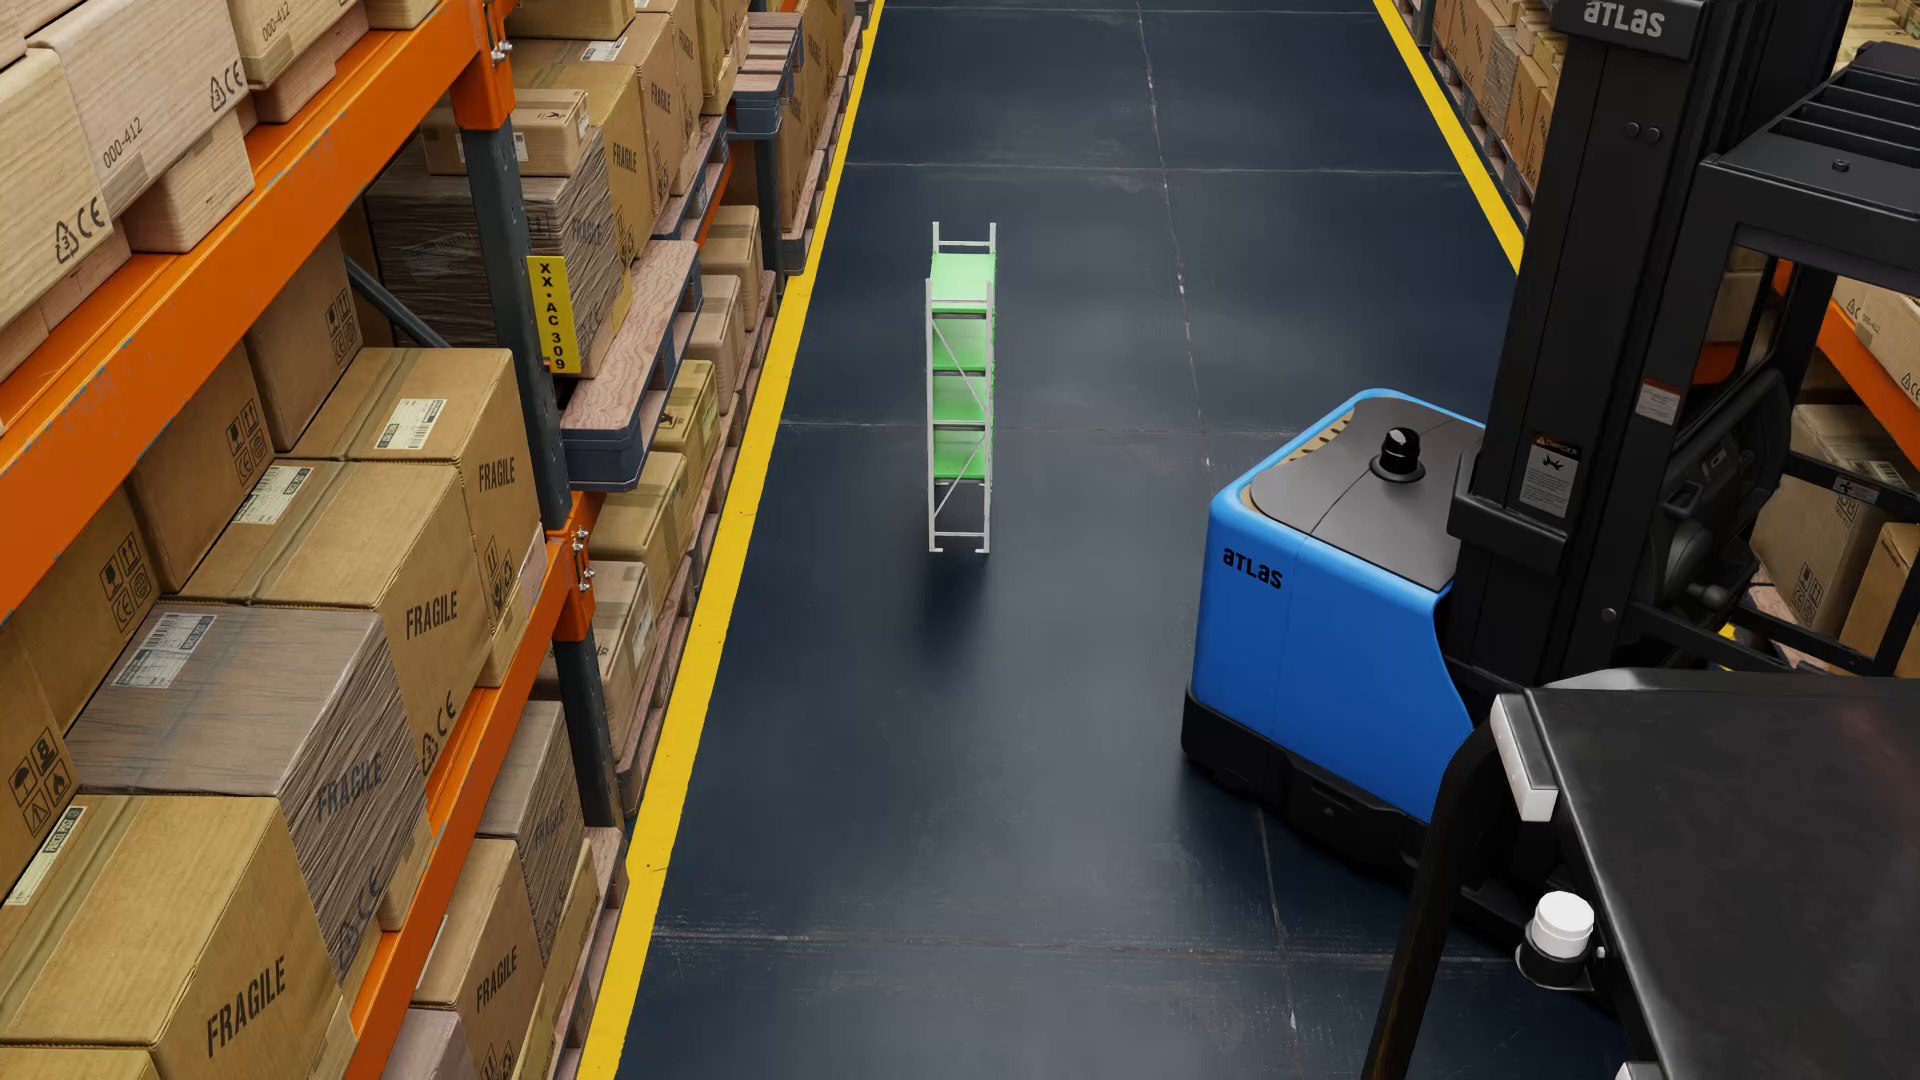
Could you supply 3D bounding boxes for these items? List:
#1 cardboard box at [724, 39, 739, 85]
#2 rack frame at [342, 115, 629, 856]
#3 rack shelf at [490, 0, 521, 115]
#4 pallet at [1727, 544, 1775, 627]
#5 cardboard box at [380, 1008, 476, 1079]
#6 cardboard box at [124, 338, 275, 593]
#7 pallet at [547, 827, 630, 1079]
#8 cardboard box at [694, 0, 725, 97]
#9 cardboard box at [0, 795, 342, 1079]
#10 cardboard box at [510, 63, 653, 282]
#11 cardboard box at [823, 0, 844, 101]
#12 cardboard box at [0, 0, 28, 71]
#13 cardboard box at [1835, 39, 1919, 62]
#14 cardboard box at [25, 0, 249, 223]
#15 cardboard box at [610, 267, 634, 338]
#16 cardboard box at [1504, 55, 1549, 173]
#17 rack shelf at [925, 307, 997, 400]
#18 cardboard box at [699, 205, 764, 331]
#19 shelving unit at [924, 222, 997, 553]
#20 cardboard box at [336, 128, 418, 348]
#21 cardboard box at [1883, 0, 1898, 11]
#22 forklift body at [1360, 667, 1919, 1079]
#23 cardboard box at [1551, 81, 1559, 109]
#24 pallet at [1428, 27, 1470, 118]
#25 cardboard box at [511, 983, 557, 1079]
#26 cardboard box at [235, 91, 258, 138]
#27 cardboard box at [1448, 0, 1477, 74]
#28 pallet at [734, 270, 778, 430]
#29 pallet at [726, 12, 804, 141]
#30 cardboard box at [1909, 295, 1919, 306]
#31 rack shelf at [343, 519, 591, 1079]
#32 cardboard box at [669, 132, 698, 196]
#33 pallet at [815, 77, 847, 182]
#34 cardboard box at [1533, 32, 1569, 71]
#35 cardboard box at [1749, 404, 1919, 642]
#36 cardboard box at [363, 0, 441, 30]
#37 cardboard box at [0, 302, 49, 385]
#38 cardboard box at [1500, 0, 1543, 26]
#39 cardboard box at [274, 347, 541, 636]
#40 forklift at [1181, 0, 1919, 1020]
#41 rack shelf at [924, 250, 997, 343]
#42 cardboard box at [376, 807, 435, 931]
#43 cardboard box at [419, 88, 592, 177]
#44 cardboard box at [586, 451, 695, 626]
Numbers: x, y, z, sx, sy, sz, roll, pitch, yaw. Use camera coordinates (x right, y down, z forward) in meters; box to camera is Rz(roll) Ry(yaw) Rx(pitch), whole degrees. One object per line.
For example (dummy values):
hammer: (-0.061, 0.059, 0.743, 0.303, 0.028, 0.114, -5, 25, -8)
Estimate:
cardboard box: (-1.108, -1.947, 6.764, 0.380, 0.149, 0.250, 0, 35, 0)
rack frame: (-1.569, -0.219, 4.453, 1.000, 3.000, 0.127, 1, 35, 2)
rack shelf: (-1.488, -2.301, 5.432, 1.077, 0.370, 4.000, 1, 35, 2)
pallet: (3.428, -0.093, 6.698, 1.003, 0.211, 1.213, 1, 35, 2)
cardboard box: (-1.362, 1.359, 3.582, 0.500, 0.500, 0.500, 3, 35, 4)
cardboard box: (-1.845, -0.250, 3.282, 0.700, 0.500, 0.500, 2, 35, 2)
pallet: (-1.560, 1.308, 4.705, 1.003, 0.211, 1.213, 1, 35, 2)
cardboard box: (-1.177, -1.997, 6.272, 0.500, 0.500, 0.500, -1, 35, -1)
cardboard box: (-1.384, 0.768, 2.703, 0.500, 0.500, 0.500, 1, 35, 1)
cardboard box: (-1.244, -1.104, 5.001, 0.500, 0.500, 0.500, 1, 35, 2)
cardboard box: (-1.221, -3.241, 10.235, 0.875, 0.875, 0.875, 2, 35, 3)
cardboard box: (-1.330, -0.590, 1.897, 0.380, 0.149, 0.250, 2, 35, 3)
cardboard box: (3.289, -1.641, 5.826, 0.380, 0.149, 0.250, 1, 35, 2)
cardboard box: (-1.372, -0.664, 2.349, 0.500, 0.250, 0.500, 1, 35, 1)
cardboard box: (-1.212, -0.742, 5.050, 0.380, 0.149, 0.250, 2, 35, 3)
cardboard box: (3.403, -2.390, 9.350, 0.500, 0.500, 0.500, 3, 35, 4)
rack shelf: (0.007, -0.730, 6.439, 0.258, 0.148, 0.480, 1, 35, 2)
cardboard box: (-1.441, -1.290, 7.896, 0.950, 0.372, 0.625, -1, 35, -1)
shelving unit: (0.007, -0.586, 6.540, 0.258, 1.200, 0.503, 1, 35, 2)
cardboard box: (-1.780, -0.824, 4.603, 0.500, 0.500, 0.500, 1, 35, 1)
cardboard box: (3.831, -2.077, 6.445, 0.380, 0.149, 0.250, 1, 35, 1)
forklift body: (1.484, 1.407, 2.877, 2.313, 2.155, 1.214, 1, 35, 2)
cardboard box: (3.298, -2.266, 8.611, 0.380, 0.149, 0.250, 0, 35, -1)
pallet: (3.717, -3.094, 10.969, 1.003, 0.211, 1.213, 1, 35, 2)
cardboard box: (-1.335, 1.386, 4.195, 0.500, 0.250, 0.500, 0, 35, 1)
cardboard box: (-1.418, -0.720, 2.776, 0.380, 0.149, 0.250, 0, 35, 0)
cardboard box: (3.457, -3.273, 10.607, 0.500, 0.500, 0.500, 1, 35, 1)
pallet: (-1.441, -0.927, 7.886, 1.003, 0.211, 1.213, 1, 35, 2)
pallet: (-1.330, -2.027, 7.192, 1.213, 0.211, 1.003, 1, 35, 2)
cardboard box: (3.169, -0.834, 5.023, 0.500, 0.250, 0.500, 0, 35, 1)
rack shelf: (-1.649, 1.224, 3.025, 1.077, 0.370, 4.000, 1, 35, 2)
cardboard box: (-1.151, -1.347, 5.911, 0.380, 0.149, 0.250, 3, 35, 4)
pallet: (-1.249, -2.527, 10.162, 1.003, 0.211, 1.213, 1, 35, 2)
cardboard box: (3.419, -2.711, 9.243, 0.380, 0.149, 0.250, 1, 35, 1)
cardboard box: (3.440, -0.053, 5.916, 0.875, 0.625, 0.625, 1, 35, 1)
cardboard box: (-1.276, -1.155, 3.395, 0.380, 0.149, 0.250, 1, 35, 2)
cardboard box: (-1.434, -0.269, 2.134, 0.380, 0.149, 0.250, 1, 35, 1)
cardboard box: (3.442, -3.166, 9.890, 0.380, 0.149, 0.250, 3, 35, 4)
cardboard box: (-1.338, -0.121, 3.967, 0.500, 0.500, 0.500, 0, 35, 1)
forklift: (2.181, -0.085, 4.323, 3.031, 2.935, 1.130, 27, 43, 33)
rack shelf: (0.007, -0.926, 6.301, 0.258, 0.148, 0.480, 1, 35, 2)
cardboard box: (-1.315, 0.659, 3.422, 0.380, 0.149, 0.250, 1, 35, 1)
cardboard box: (-1.197, -1.081, 4.404, 0.380, 0.149, 0.250, 1, 35, 2)
cardboard box: (-1.525, -0.030, 6.105, 0.950, 0.372, 0.625, 3, 35, 5)
